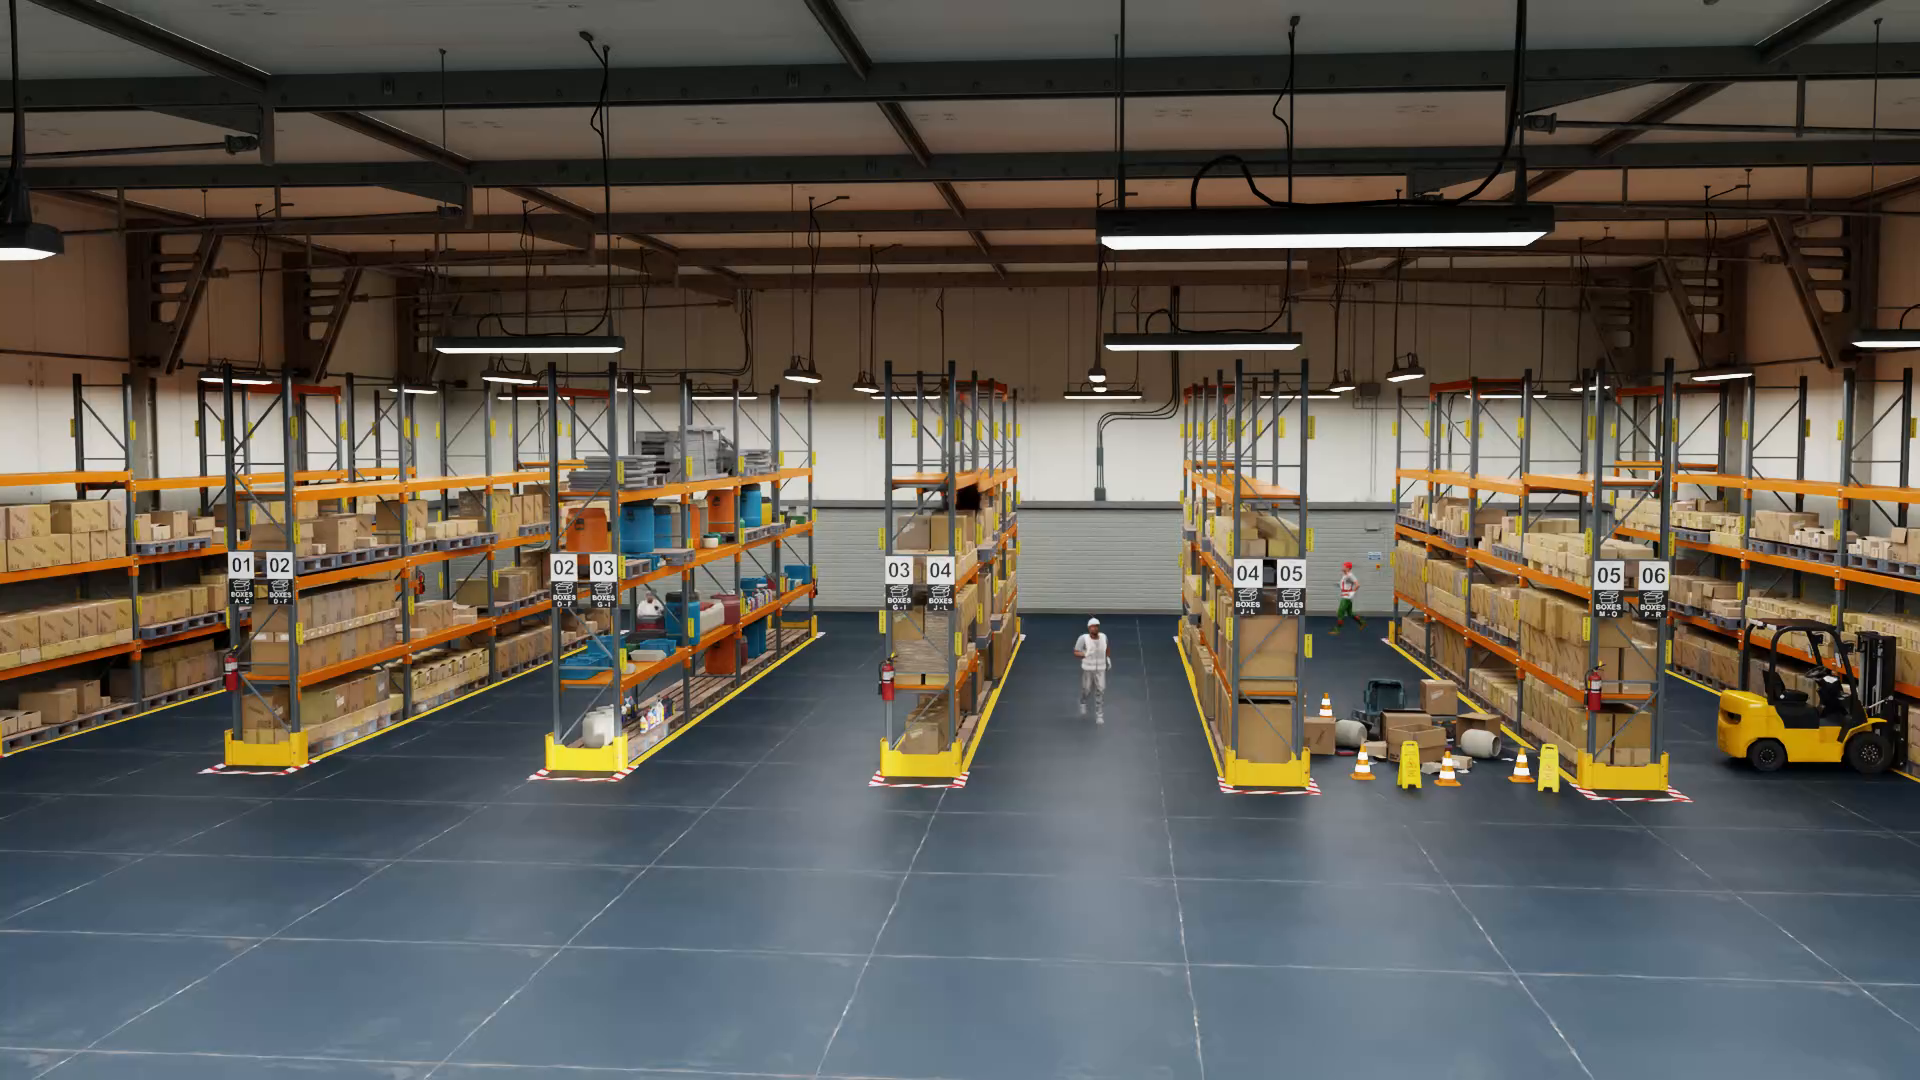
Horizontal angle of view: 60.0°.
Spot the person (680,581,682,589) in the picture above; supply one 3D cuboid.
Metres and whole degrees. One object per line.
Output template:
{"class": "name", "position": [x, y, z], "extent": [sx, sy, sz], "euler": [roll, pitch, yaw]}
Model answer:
{"class": "person", "position": [-6.179, 1.718, 37.473], "extent": [0.566, 1.644, 0.875], "euler": [0, 4, 2]}

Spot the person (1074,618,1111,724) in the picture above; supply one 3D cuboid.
{"class": "person", "position": [2.271, 2.216, 28.475], "extent": [0.704, 1.767, 0.943], "euler": [-1, 4, -13]}

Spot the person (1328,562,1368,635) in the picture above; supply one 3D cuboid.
{"class": "person", "position": [9.458, 1.416, 40.494], "extent": [0.961, 1.781, 0.670], "euler": [1, 4, 9]}

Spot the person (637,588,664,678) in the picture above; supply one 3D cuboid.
{"class": "person", "position": [-6.312, 1.861, 33.993], "extent": [0.647, 1.802, 0.948], "euler": [0, 4, 7]}
